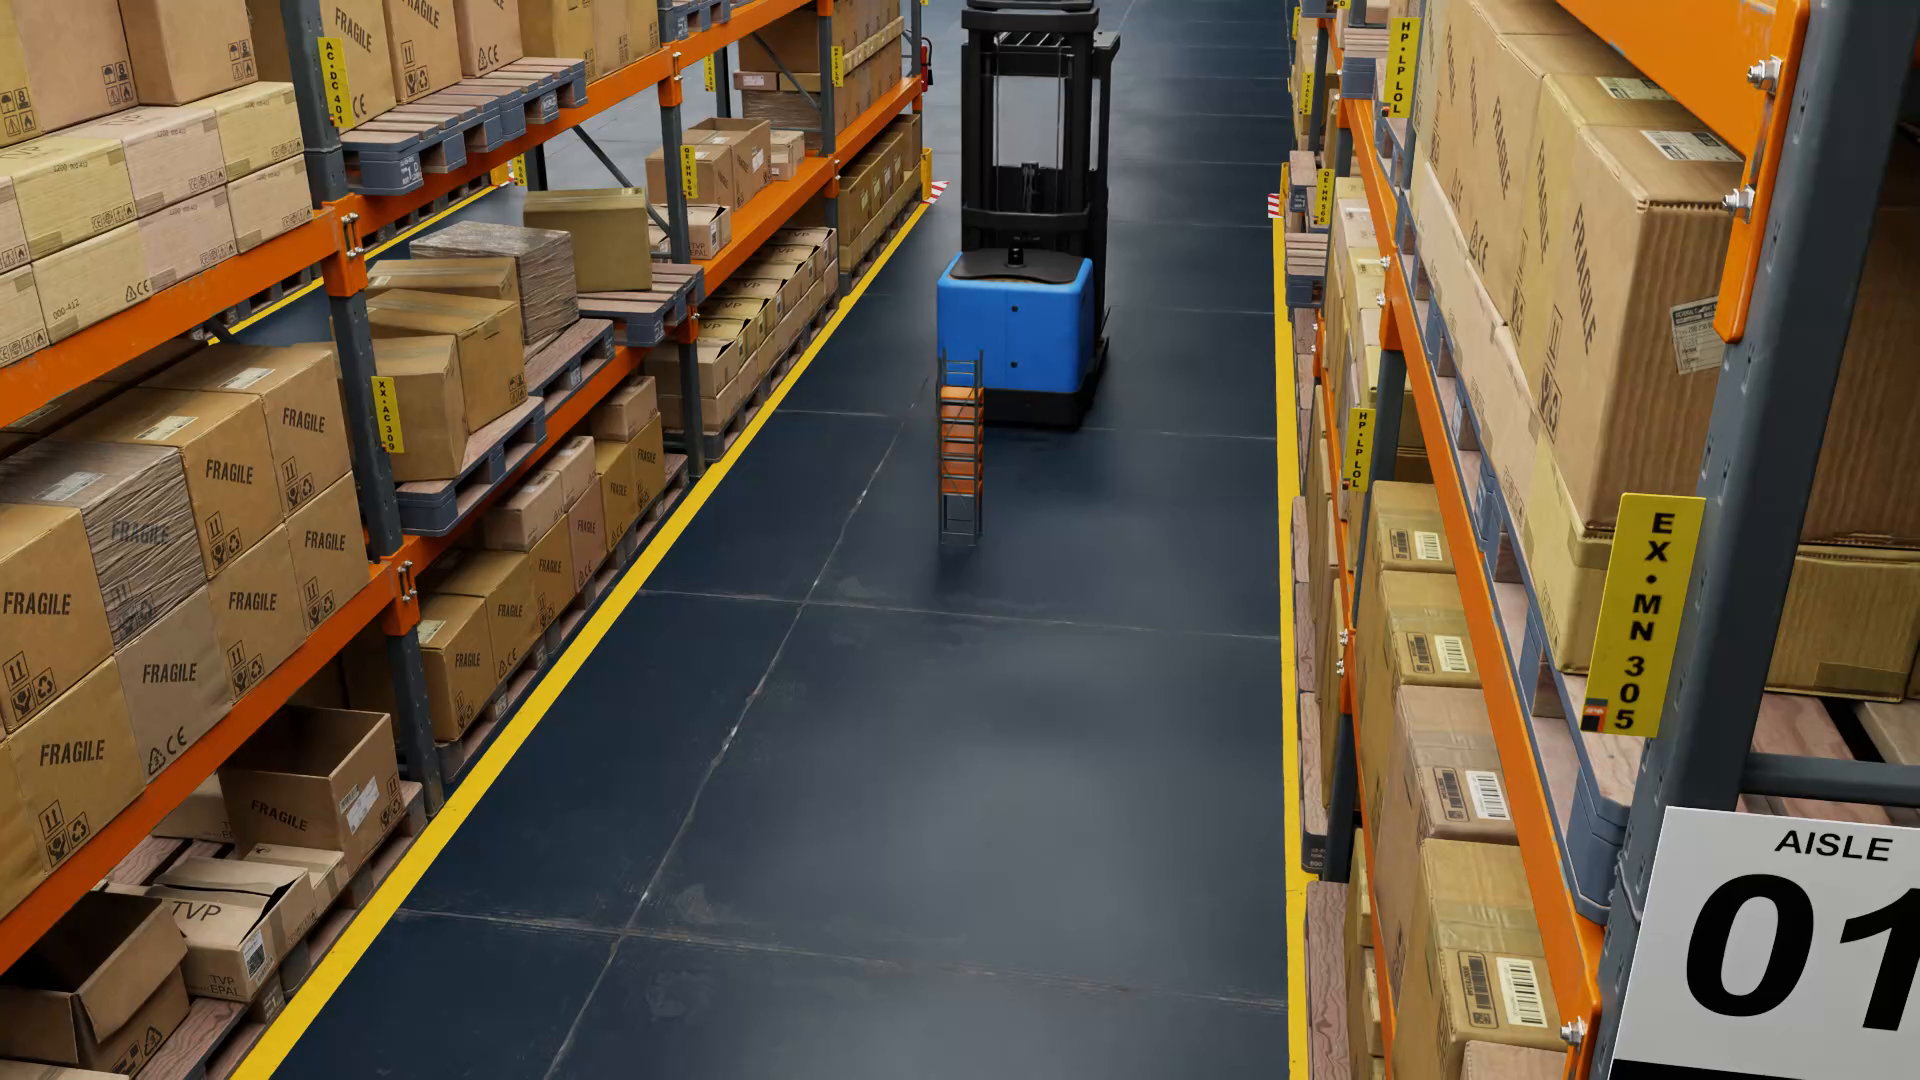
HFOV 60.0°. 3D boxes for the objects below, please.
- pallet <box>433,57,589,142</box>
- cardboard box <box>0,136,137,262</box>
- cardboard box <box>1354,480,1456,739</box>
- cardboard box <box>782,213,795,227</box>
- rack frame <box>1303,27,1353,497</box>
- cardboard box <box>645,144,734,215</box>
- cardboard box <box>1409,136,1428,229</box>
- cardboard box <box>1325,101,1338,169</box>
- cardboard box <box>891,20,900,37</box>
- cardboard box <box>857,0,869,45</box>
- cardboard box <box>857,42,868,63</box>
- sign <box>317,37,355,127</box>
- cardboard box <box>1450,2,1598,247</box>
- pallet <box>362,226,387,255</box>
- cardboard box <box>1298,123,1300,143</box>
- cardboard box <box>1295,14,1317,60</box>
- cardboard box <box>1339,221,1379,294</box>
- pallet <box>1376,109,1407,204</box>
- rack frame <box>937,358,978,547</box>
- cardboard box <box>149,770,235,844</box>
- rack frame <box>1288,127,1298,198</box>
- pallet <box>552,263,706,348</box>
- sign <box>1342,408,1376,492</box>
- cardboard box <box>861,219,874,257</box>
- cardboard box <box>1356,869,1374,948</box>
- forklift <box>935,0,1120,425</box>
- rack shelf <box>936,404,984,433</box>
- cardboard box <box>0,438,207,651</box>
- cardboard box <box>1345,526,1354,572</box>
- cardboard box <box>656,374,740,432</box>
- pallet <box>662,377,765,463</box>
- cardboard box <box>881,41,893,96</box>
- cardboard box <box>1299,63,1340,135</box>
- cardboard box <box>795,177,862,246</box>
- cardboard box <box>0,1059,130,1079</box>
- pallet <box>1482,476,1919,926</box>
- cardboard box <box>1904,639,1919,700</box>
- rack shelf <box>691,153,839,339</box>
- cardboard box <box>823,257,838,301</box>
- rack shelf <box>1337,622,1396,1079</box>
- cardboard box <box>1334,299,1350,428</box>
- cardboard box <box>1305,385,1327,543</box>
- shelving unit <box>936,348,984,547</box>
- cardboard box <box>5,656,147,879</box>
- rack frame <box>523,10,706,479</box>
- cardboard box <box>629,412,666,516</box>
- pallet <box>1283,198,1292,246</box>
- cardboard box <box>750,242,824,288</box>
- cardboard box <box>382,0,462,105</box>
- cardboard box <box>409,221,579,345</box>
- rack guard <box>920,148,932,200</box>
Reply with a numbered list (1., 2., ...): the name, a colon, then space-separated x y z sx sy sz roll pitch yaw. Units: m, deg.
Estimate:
1. pallet: -2.530 -2.127 7.939 1.213 0.211 1.003 4 25 9
2. cardboard box: -2.853 -1.029 4.958 0.500 0.250 0.500 4 25 9
3. cardboard box: 1.911 0.280 5.760 0.980 0.700 0.700 4 25 9
4. cardboard box: -1.611 -3.199 15.410 0.500 0.500 0.500 4 25 9
5. rack frame: 2.669 -1.483 9.880 1.000 3.000 0.127 4 25 9
6. cardboard box: -1.960 -2.573 12.090 0.500 0.500 0.500 3 25 6
7. cardboard box: 1.642 -1.065 5.013 0.500 0.250 0.500 4 25 8
8. cardboard box: 3.108 -2.957 12.391 0.700 0.500 0.500 7 26 14
9. cardboard box: -0.827 -5.227 16.995 0.380 0.149 0.250 5 25 10
10. cardboard box: -1.253 -4.946 15.630 0.700 0.500 0.500 4 25 9
11. cardboard box: -1.080 -4.584 15.621 0.380 0.149 0.250 4 25 8
12. sign: -2.336 -1.710 6.216 0.100 0.325 0.005 4 25 9
13. cardboard box: 1.469 -0.974 3.934 0.500 0.500 0.500 4 25 9
14. pallet: -6.300 -2.857 16.105 1.003 0.211 1.213 4 25 9
15. cardboard box: 3.191 -3.524 14.393 0.500 0.250 0.500 4 25 9
16. cardboard box: 3.602 -4.931 16.514 0.500 0.500 0.500 4 25 9
17. cardboard box: 2.176 -1.405 8.337 0.500 0.250 0.500 4 25 9
18. pallet: 2.117 -1.469 6.537 0.805 0.209 1.217 3 25 6
19. rack frame: -0.013 -0.511 9.927 0.240 1.200 0.006 4 25 9
20. cardboard box: -3.154 1.028 7.169 0.500 0.311 0.500 4 25 9
21. rack frame: 3.977 -4.829 17.028 1.000 3.000 0.127 4 25 9
22. pallet: -2.260 -1.449 10.034 1.213 0.211 1.003 4 25 9
23. sign: 1.478 -0.332 6.148 0.100 0.325 0.005 4 25 9
24. cardboard box: -1.103 -2.824 15.493 0.500 0.250 0.500 4 25 9
25. cardboard box: 1.556 1.275 5.677 0.380 0.149 0.250 5 26 10
26. forklift: 0.596 -2.745 12.658 1.130 2.935 3.031 4 25 9
27. rack shelf: 0.002 -0.727 9.926 0.258 0.103 0.180 4 25 9
28. cardboard box: -2.863 0.005 5.404 0.500 0.500 0.500 4 25 9
29. cardboard box: 1.809 0.027 6.928 0.380 0.149 0.250 4 25 9
30. cardboard box: -1.843 -0.968 11.528 0.500 0.250 0.500 4 25 8
31. pallet: -2.046 -0.903 11.930 1.003 0.211 1.213 4 25 9
32. cardboard box: -1.081 -4.801 16.851 0.700 0.500 0.500 5 25 10
33. cardboard box: 3.095 -3.656 13.790 0.500 0.500 0.500 4 25 8
34. cardboard box: -1.180 -2.954 14.886 0.500 0.500 0.500 4 25 9
35. cardboard box: -2.994 1.942 5.288 0.500 0.250 0.500 4 25 9
36. pallet: 1.473 0.234 2.779 1.003 0.211 1.213 4 25 9
37. cardboard box: 1.723 0.049 2.633 0.500 0.250 0.500 5 26 11
38. rack shelf: -1.892 -2.335 12.549 1.077 0.370 4.000 4 25 9
39. cardboard box: -1.347 -2.249 14.264 0.500 0.250 0.500 4 25 8
40. rack shelf: 1.689 1.352 4.671 1.077 0.370 4.000 4 25 9
41. cardboard box: 2.083 -0.842 8.019 0.500 0.500 0.500 5 25 10
42. cardboard box: 2.420 -0.401 9.609 0.750 0.750 0.750 4 25 8
43. shelving unit: 0.002 -0.549 10.009 0.258 1.200 0.189 4 25 9
44. cardboard box: -2.946 0.674 5.154 0.500 0.500 0.500 4 25 9
45. rack frame: -2.219 -1.824 10.609 1.000 3.000 0.127 4 25 9
46. cardboard box: -2.140 -0.484 10.176 0.500 0.500 0.500 5 26 11
47. pallet: 3.797 -3.197 16.830 1.003 0.211 1.213 4 25 9
48. cardboard box: -1.427 -2.289 13.688 0.500 0.311 0.500 5 25 10
49. cardboard box: -2.630 -2.277 7.308 0.600 0.600 0.600 4 25 8
50. cardboard box: -2.548 -1.419 9.131 0.700 0.500 0.500 9 27 18
51. rack guard: -0.907 -4.048 18.309 1.175 0.500 0.348 4 25 9
